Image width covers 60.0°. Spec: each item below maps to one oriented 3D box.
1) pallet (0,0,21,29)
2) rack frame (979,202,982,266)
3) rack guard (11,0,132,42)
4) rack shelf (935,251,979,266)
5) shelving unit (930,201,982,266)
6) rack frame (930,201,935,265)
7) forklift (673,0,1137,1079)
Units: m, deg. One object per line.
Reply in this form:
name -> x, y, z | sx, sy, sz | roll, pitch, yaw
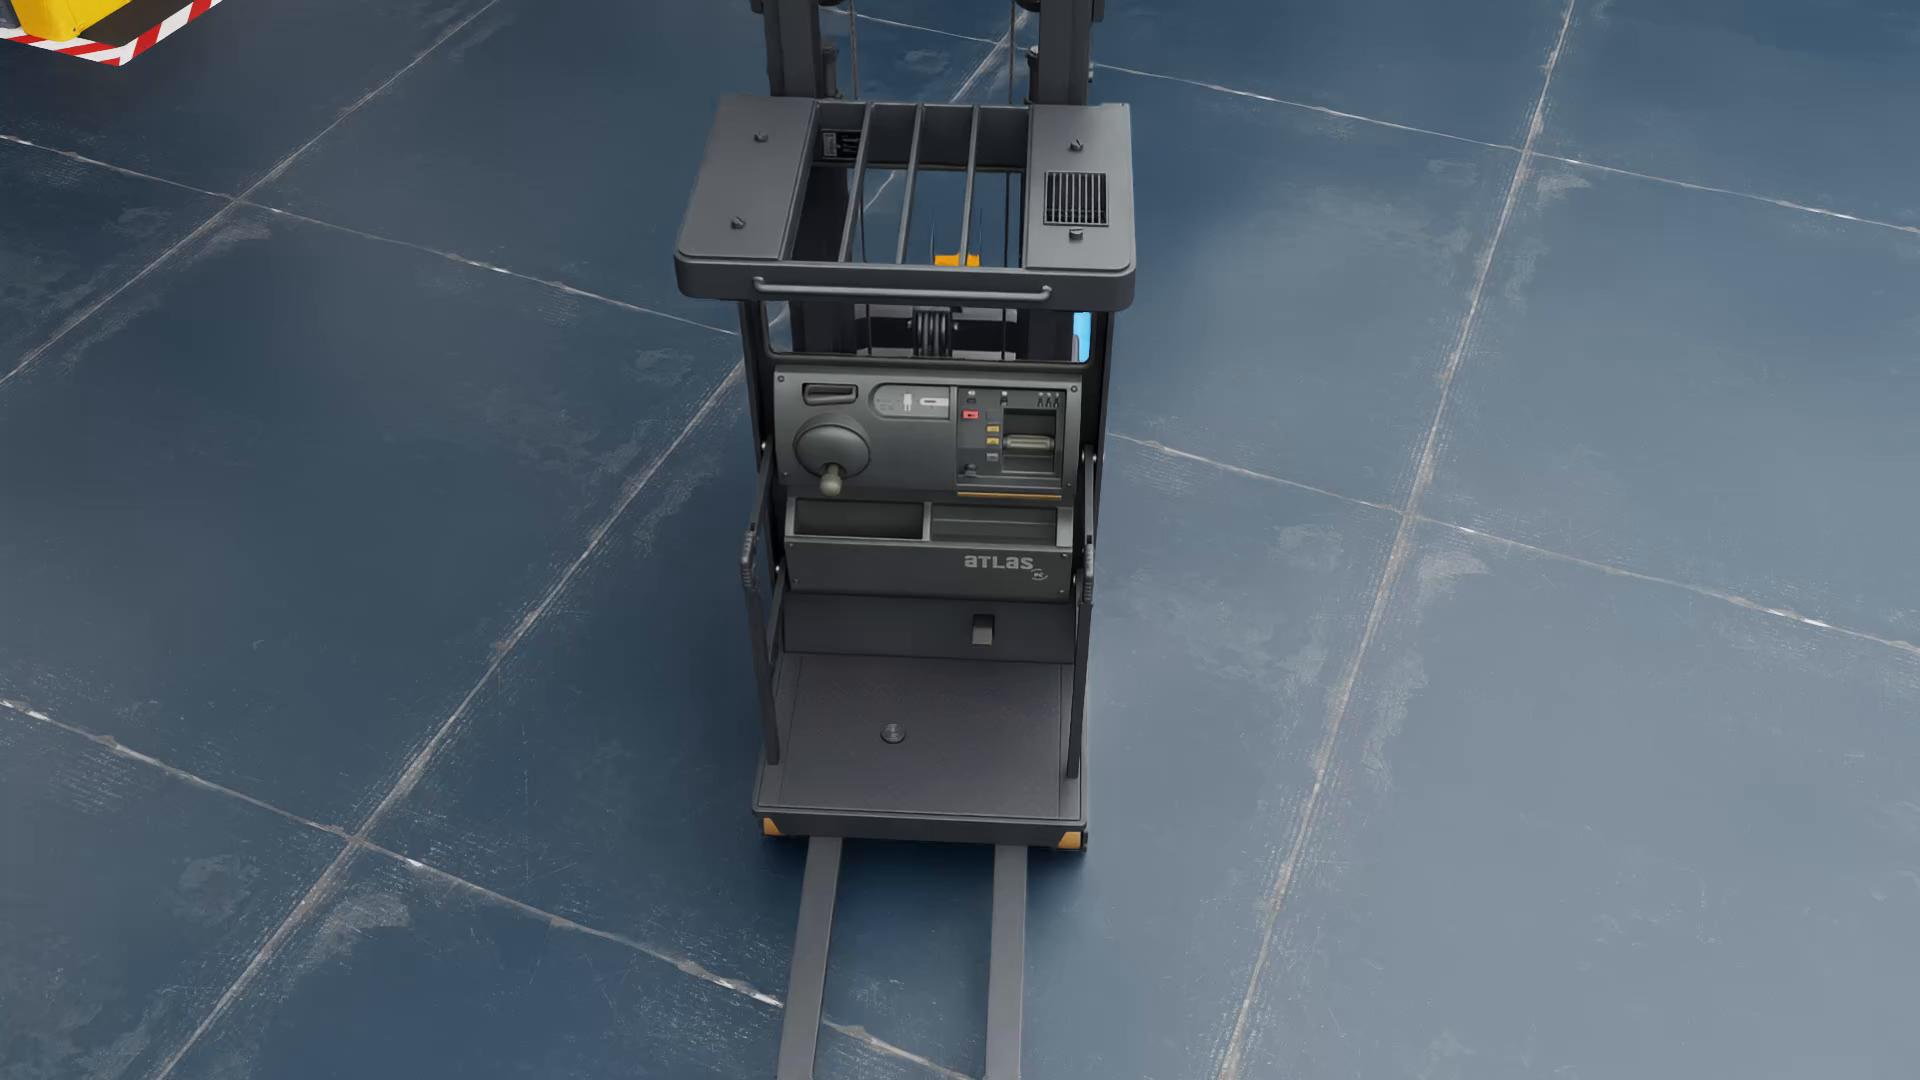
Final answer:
pallet -> -5.917, -3.553, 10.171 | 1.213, 0.211, 1.003 | 16, 47, 16
rack frame -> 0.078, -0.780, 6.683 | 0.006, 1.200, 0.240 | 1, 45, 1
rack guard -> -5.126, -3.483, 9.896 | 0.348, 0.500, 1.175 | 16, 47, 16
rack shelf -> -0.013, -1.005, 6.462 | 0.180, 0.103, 0.258 | 1, 45, 1
shelving unit -> -0.013, -0.782, 6.685 | 0.189, 1.200, 0.258 | 1, 45, 1
rack frame -> -0.105, -0.784, 6.687 | 0.006, 1.200, 0.240 | 1, 45, 1
forklift -> -0.109, -0.227, 4.900 | 1.130, 2.935, 3.031 | 2, 45, 2
